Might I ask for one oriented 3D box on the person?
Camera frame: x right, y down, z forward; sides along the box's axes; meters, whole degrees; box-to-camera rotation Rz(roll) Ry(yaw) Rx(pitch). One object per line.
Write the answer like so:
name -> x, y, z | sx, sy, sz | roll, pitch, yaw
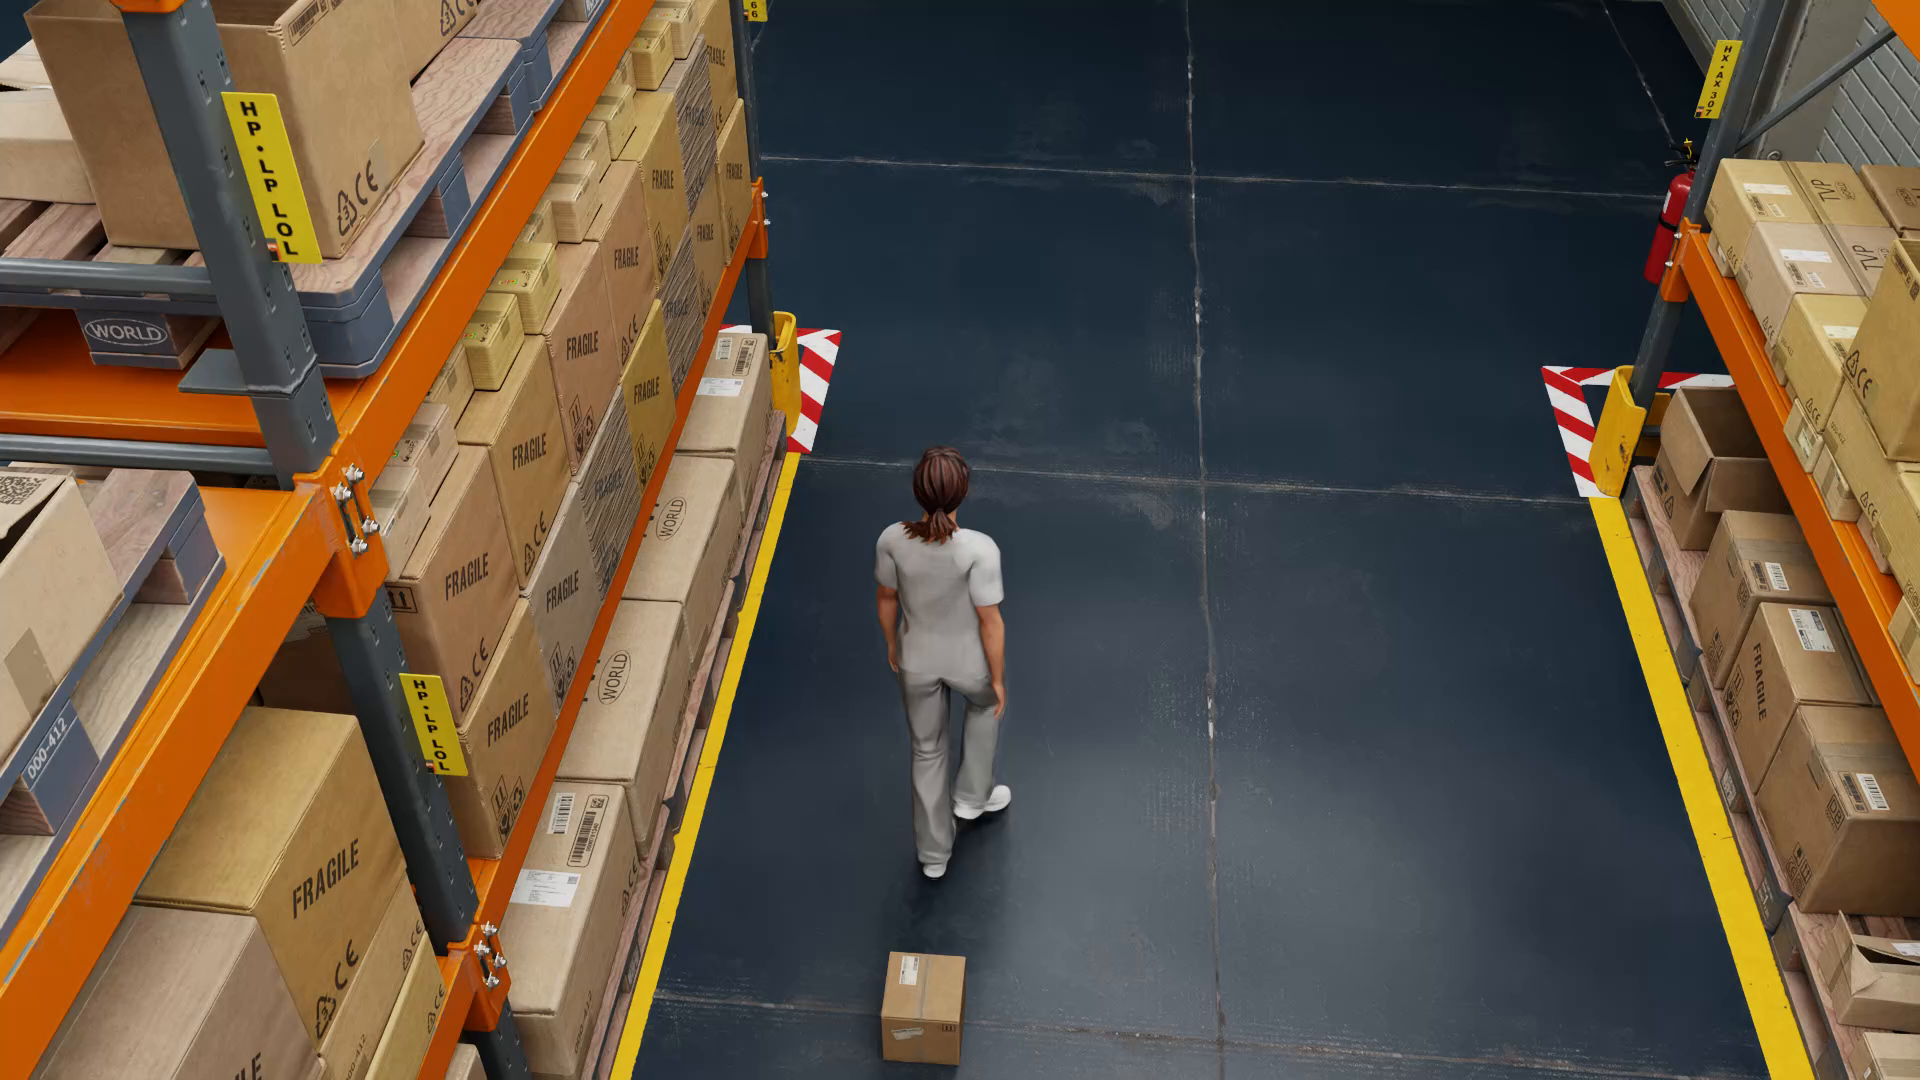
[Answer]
person -> -0.065, 0.434, 5.644 | 0.472, 1.676, 0.537 | 7, 41, 8
